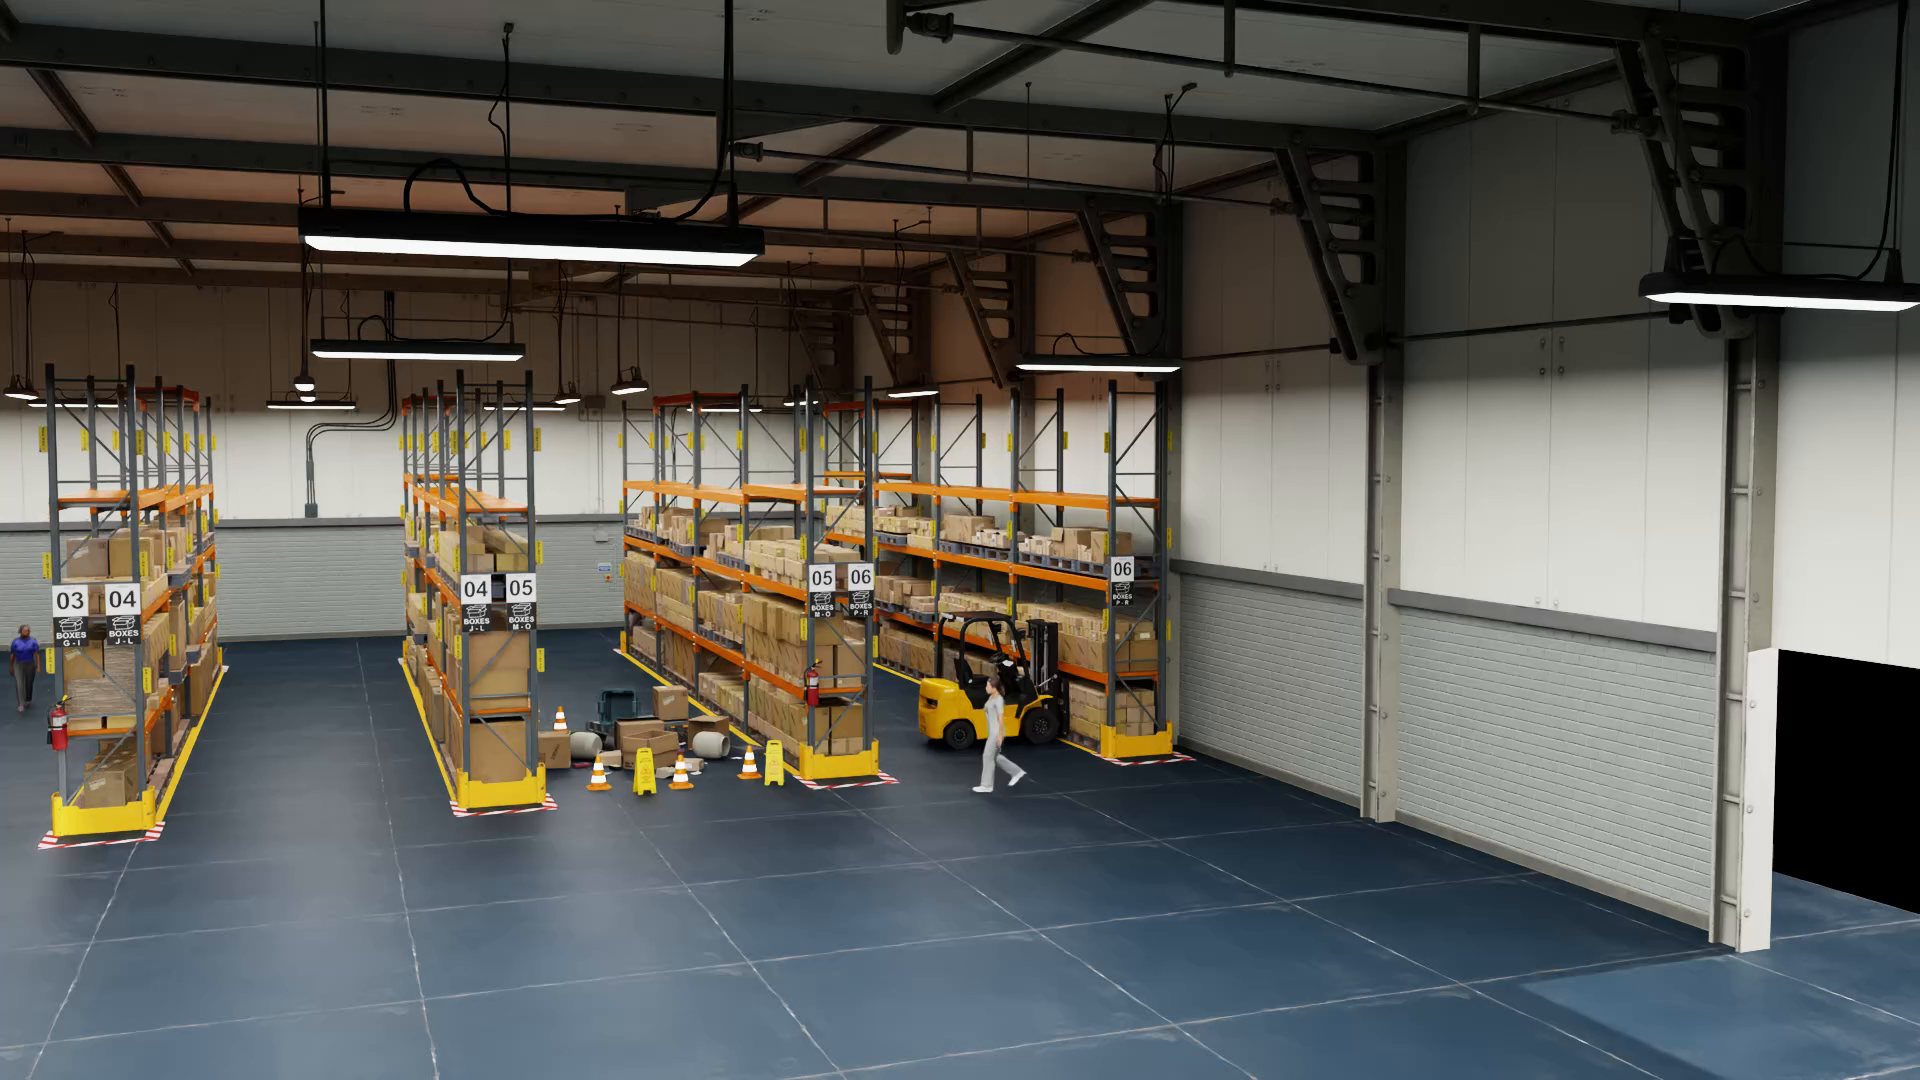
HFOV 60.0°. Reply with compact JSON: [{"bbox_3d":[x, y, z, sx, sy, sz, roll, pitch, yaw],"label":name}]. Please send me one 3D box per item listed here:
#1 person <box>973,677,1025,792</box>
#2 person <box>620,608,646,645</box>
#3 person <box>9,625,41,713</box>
[{"bbox_3d":[0.562,2.782,23.891,0.796,1.646,0.509,-1,3,-9],"label":"person"},{"bbox_3d":[-7.907,1.780,40.865,0.990,1.696,0.551,-2,4,-36],"label":"person"},{"bbox_3d":[-17.456,2.374,31.050,0.515,1.587,1.062,-2,4,-32],"label":"person"}]
